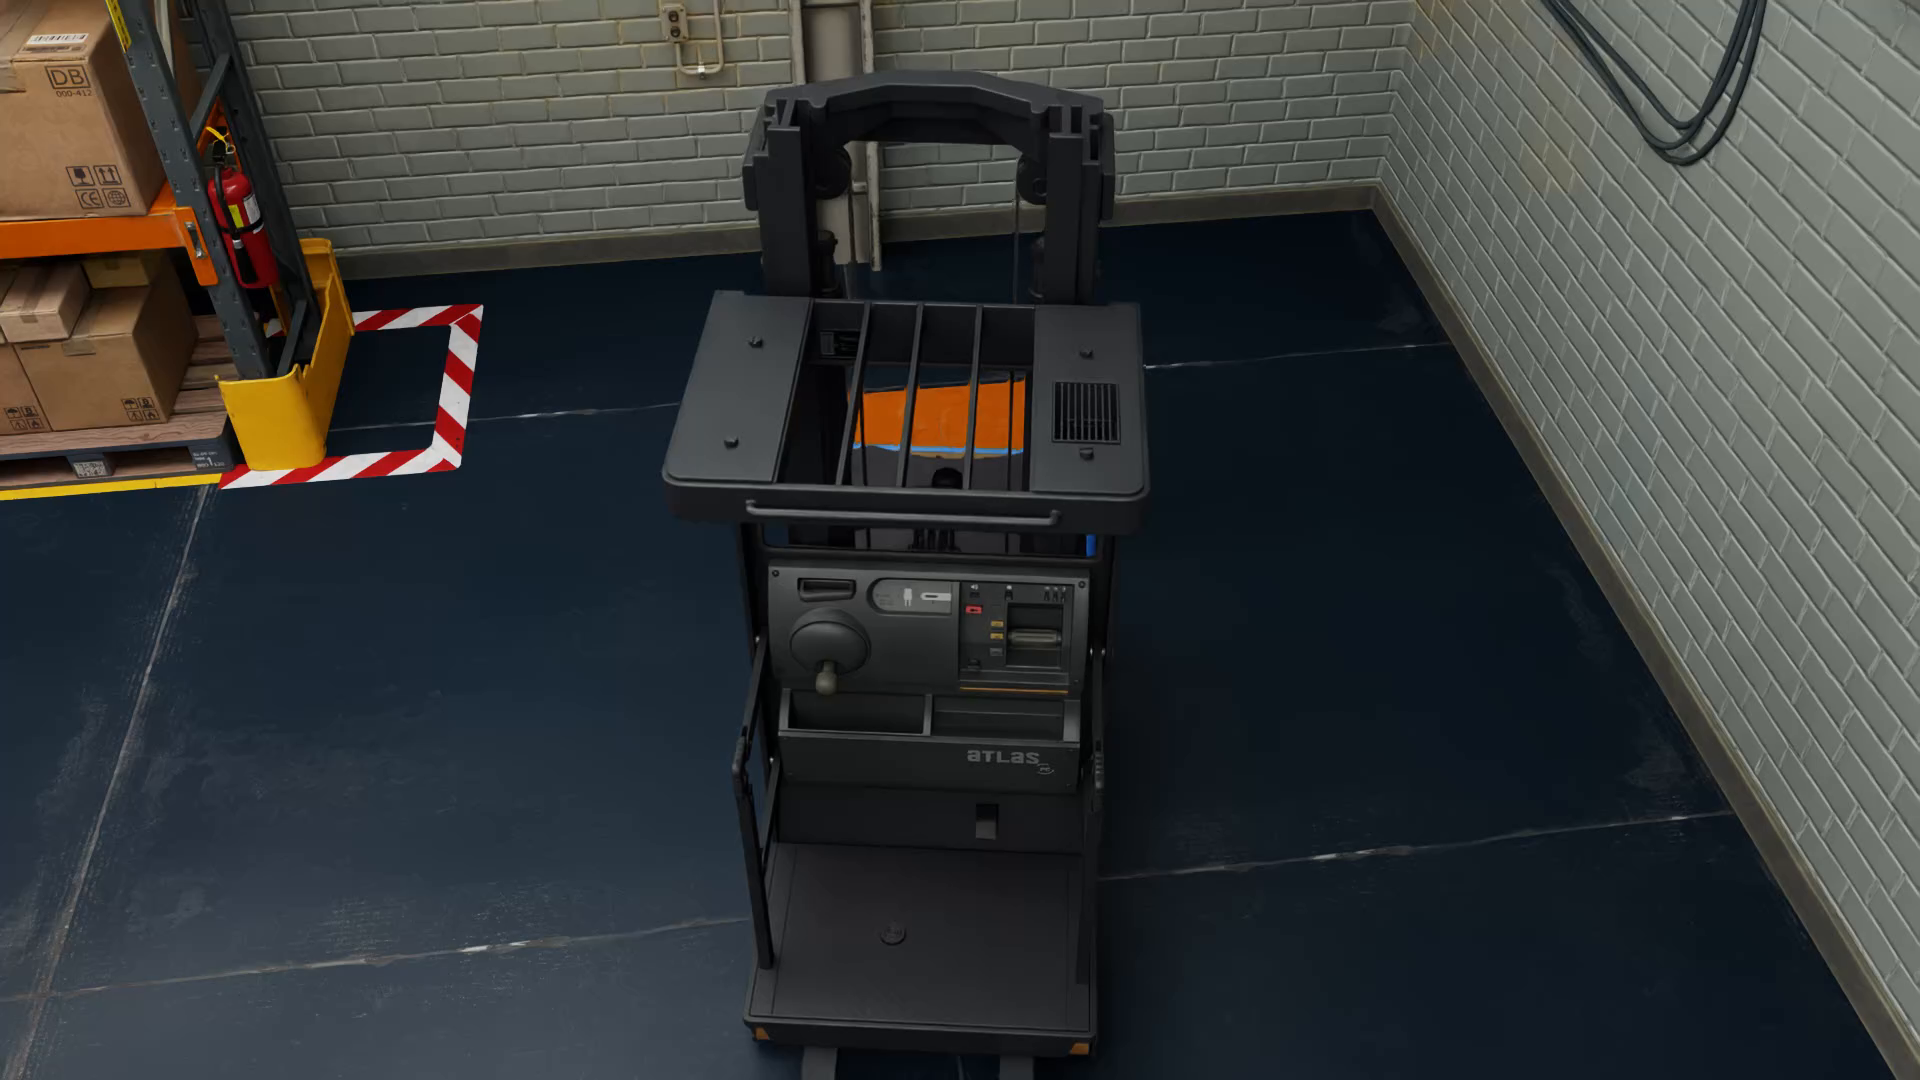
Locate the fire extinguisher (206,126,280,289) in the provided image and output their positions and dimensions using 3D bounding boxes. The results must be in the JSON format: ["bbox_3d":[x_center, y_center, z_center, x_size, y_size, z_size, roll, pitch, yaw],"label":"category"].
[{"bbox_3d":[-2.983,-1.362,6.857,0.183,0.674,0.296,-5,42,-6],"label":"fire extinguisher"}]

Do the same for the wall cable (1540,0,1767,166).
[{"bbox_3d":[2.462,-3.151,6.343,0.112,2.526,3.097,-5,42,-6],"label":"wall cable"}]

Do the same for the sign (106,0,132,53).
[{"bbox_3d":[-3.136,-1.979,6.163,0.005,0.325,0.100,-5,42,-6],"label":"sign"}]

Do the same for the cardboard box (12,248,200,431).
[{"bbox_3d":[-3.874,-0.923,7.587,0.500,0.500,0.700,-5,42,-6],"label":"cardboard box"}]

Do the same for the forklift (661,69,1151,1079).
[{"bbox_3d":[-0.101,0.348,4.676,1.130,2.935,3.031,2,42,2],"label":"forklift"}]

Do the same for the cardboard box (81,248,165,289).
[{"bbox_3d":[-3.776,-1.308,7.529,0.250,0.149,0.380,-5,42,-5],"label":"cardboard box"}]

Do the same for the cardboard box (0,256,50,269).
[{"bbox_3d":[-4.278,-1.263,7.479,0.250,0.149,0.380,-5,42,-5],"label":"cardboard box"}]

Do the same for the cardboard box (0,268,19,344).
[{"bbox_3d":[-4.231,-1.009,7.198,0.250,0.149,0.380,-4,42,-4],"label":"cardboard box"}]

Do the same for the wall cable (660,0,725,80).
[{"bbox_3d":[-2.046,-2.939,7.511,1.851,1.984,0.084,-5,42,-6],"label":"wall cable"}]

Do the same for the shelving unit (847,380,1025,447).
[{"bbox_3d":[-0.076,-0.550,6.740,1.083,1.500,0.587,-5,42,-6],"label":"shelving unit"}]

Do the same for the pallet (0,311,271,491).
[{"bbox_3d":[-3.976,-0.666,7.831,1.213,0.211,1.003,-5,42,-6],"label":"pallet"}]

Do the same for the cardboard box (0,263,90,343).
[{"bbox_3d":[-3.978,-1.032,7.223,0.250,0.149,0.380,-5,42,-6],"label":"cardboard box"}]

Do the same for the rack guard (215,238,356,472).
[{"bbox_3d":[-3.169,-0.897,7.871,0.348,0.500,1.175,-5,42,-6],"label":"rack guard"}]

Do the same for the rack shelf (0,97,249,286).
[{"bbox_3d":[-5.176,-1.382,7.080,4.000,0.370,1.077,-5,42,-6],"label":"rack shelf"}]

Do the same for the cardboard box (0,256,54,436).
[{"bbox_3d":[-4.370,-0.880,7.538,0.500,0.500,0.700,-5,42,-6],"label":"cardboard box"}]

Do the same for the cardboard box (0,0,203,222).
[{"bbox_3d":[-3.697,-1.883,6.874,0.700,0.700,0.980,-3,42,-4],"label":"cardboard box"}]

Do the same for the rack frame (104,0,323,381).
[{"bbox_3d":[-3.193,-1.823,7.031,0.127,3.000,1.000,-5,42,-6],"label":"rack frame"}]

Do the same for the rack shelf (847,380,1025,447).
[{"bbox_3d":[-0.085,-0.416,6.860,1.000,0.185,0.538,-5,42,-6],"label":"rack shelf"}]

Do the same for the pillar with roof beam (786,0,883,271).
[{"bbox_3d":[-0.070,-2.000,2.749,0.400,9.000,9.100,-5,42,-6],"label":"pillar with roof beam"}]
